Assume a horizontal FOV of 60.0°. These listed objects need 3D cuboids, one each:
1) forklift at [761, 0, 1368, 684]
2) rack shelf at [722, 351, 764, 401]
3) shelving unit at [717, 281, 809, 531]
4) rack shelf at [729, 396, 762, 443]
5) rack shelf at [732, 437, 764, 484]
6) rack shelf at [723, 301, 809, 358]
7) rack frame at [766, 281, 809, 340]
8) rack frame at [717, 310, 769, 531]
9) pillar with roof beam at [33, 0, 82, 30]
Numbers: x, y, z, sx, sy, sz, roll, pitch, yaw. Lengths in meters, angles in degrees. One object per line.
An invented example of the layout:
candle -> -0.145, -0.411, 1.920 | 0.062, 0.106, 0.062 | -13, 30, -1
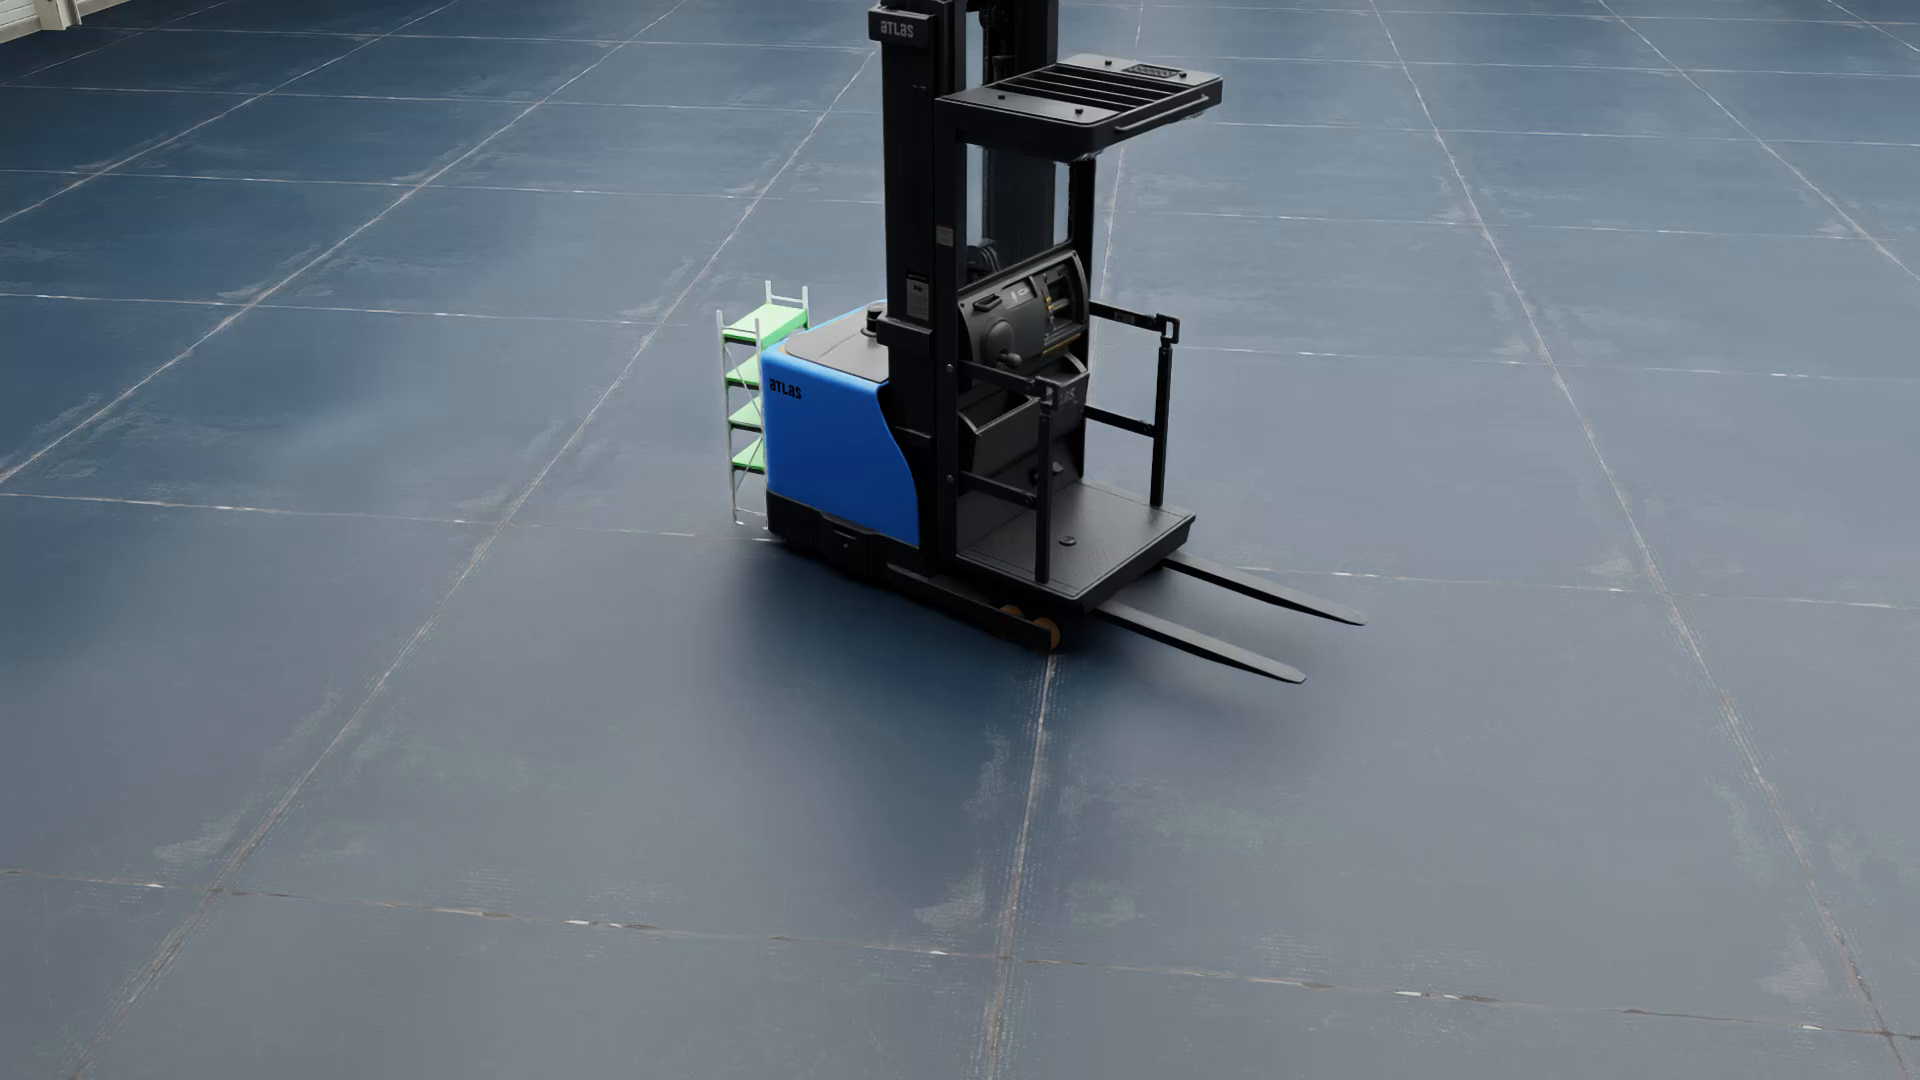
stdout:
forklift -> 0.469, -1.044, 7.598 | 3.031, 2.935, 1.130 | 20, 34, 33
rack shelf -> -1.010, -0.861, 8.712 | 0.258, 0.148, 0.480 | 12, 31, 21
shelving unit -> -1.010, -0.706, 8.795 | 0.258, 1.200, 0.503 | 12, 31, 21
rack shelf -> -1.010, -0.650, 8.826 | 0.258, 0.148, 0.480 | 12, 31, 21
rack shelf -> -1.010, -0.439, 8.940 | 0.258, 0.148, 0.480 | 12, 31, 21
rack shelf -> -1.010, -1.072, 8.598 | 0.258, 0.148, 0.480 | 12, 31, 21
rack frame -> -0.910, -0.812, 8.992 | 0.240, 1.200, 0.015 | 12, 31, 21
rack frame -> -1.110, -0.600, 8.599 | 0.240, 1.200, 0.015 | 12, 31, 21
pillar with roof beam -> -6.805, -10.037, 17.893 | 9.100, 9.000, 0.400 | 3, 28, 6
